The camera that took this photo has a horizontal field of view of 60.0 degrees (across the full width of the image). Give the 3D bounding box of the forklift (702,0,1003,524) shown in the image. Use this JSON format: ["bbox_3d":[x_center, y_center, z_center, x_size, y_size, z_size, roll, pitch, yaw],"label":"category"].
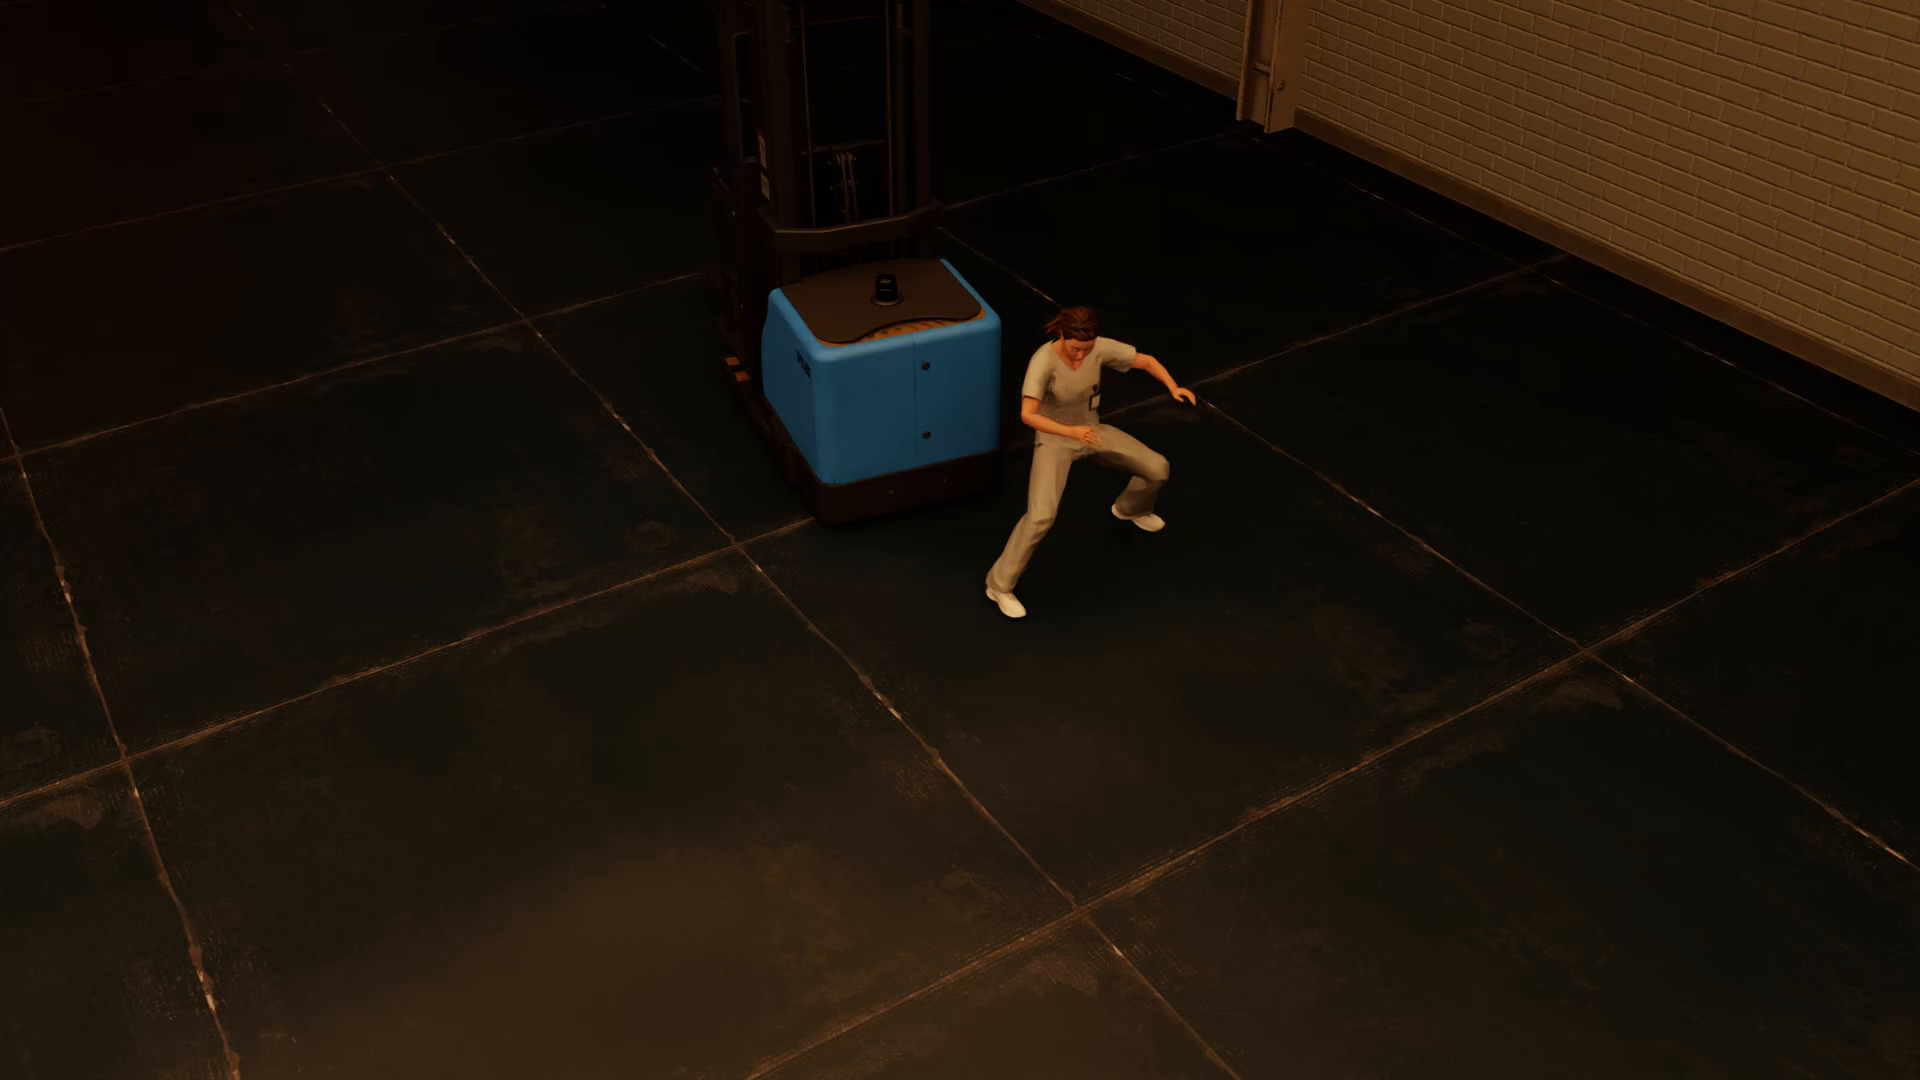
[{"bbox_3d":[-0.802,-2.122,9.168,1.130,2.935,3.031,-13,37,-18],"label":"forklift"}]

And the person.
[{"bbox_3d":[0.616,-0.456,8.101,1.123,1.443,0.639,-14,37,-19],"label":"person"}]
